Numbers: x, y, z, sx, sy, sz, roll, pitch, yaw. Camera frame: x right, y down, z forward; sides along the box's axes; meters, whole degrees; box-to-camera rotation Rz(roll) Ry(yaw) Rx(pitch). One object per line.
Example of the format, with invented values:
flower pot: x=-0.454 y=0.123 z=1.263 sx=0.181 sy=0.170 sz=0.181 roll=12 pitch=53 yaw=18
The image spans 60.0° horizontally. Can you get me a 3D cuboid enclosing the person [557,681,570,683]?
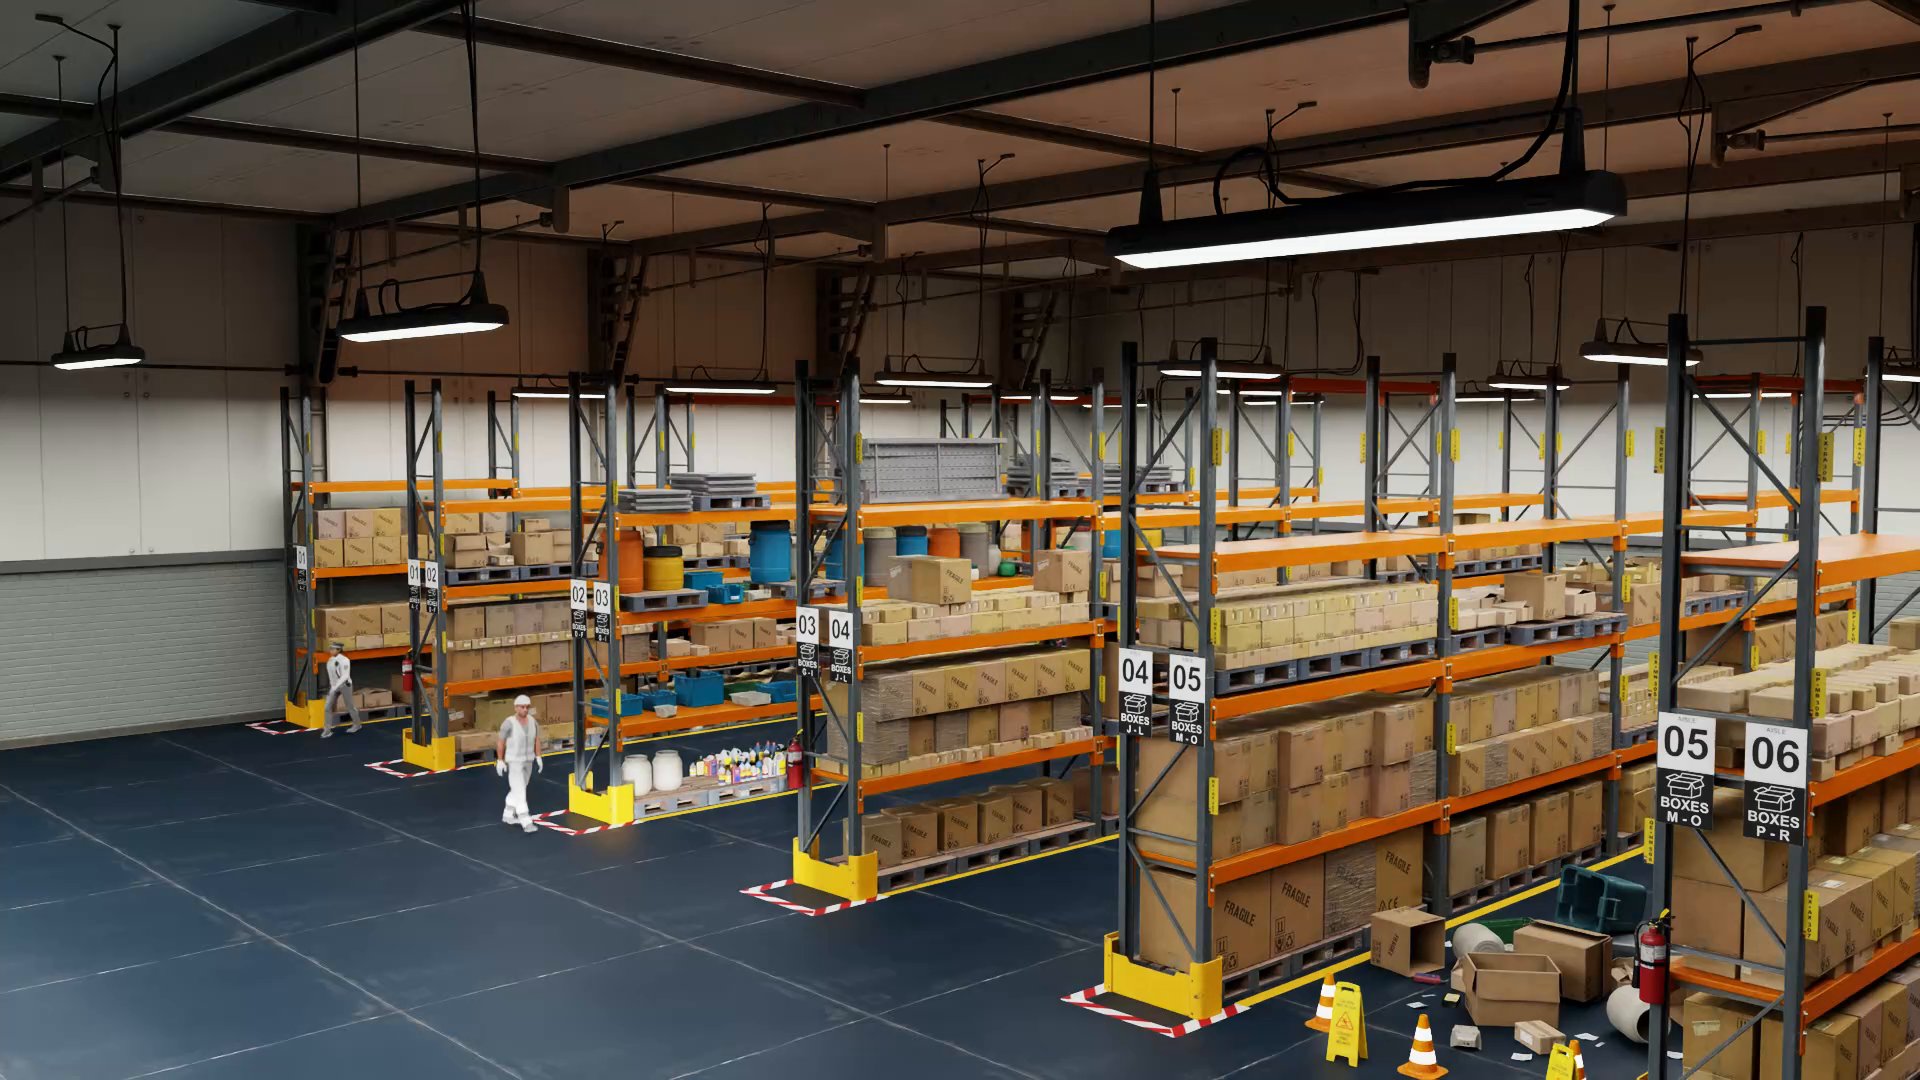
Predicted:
person: x=-7.057 y=2.473 z=29.676 sx=0.455 sy=1.545 sz=0.959 roll=2 pitch=4 yaw=26

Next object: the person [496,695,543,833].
person: x=-5.675 y=2.885 z=21.653 sx=0.988 sy=1.728 sz=0.546 roll=3 pitch=5 yaw=36

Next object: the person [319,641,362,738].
person: x=-10.646 y=2.561 z=28.524 sx=0.567 sy=1.710 sz=0.845 roll=2 pitch=4 yaw=22
